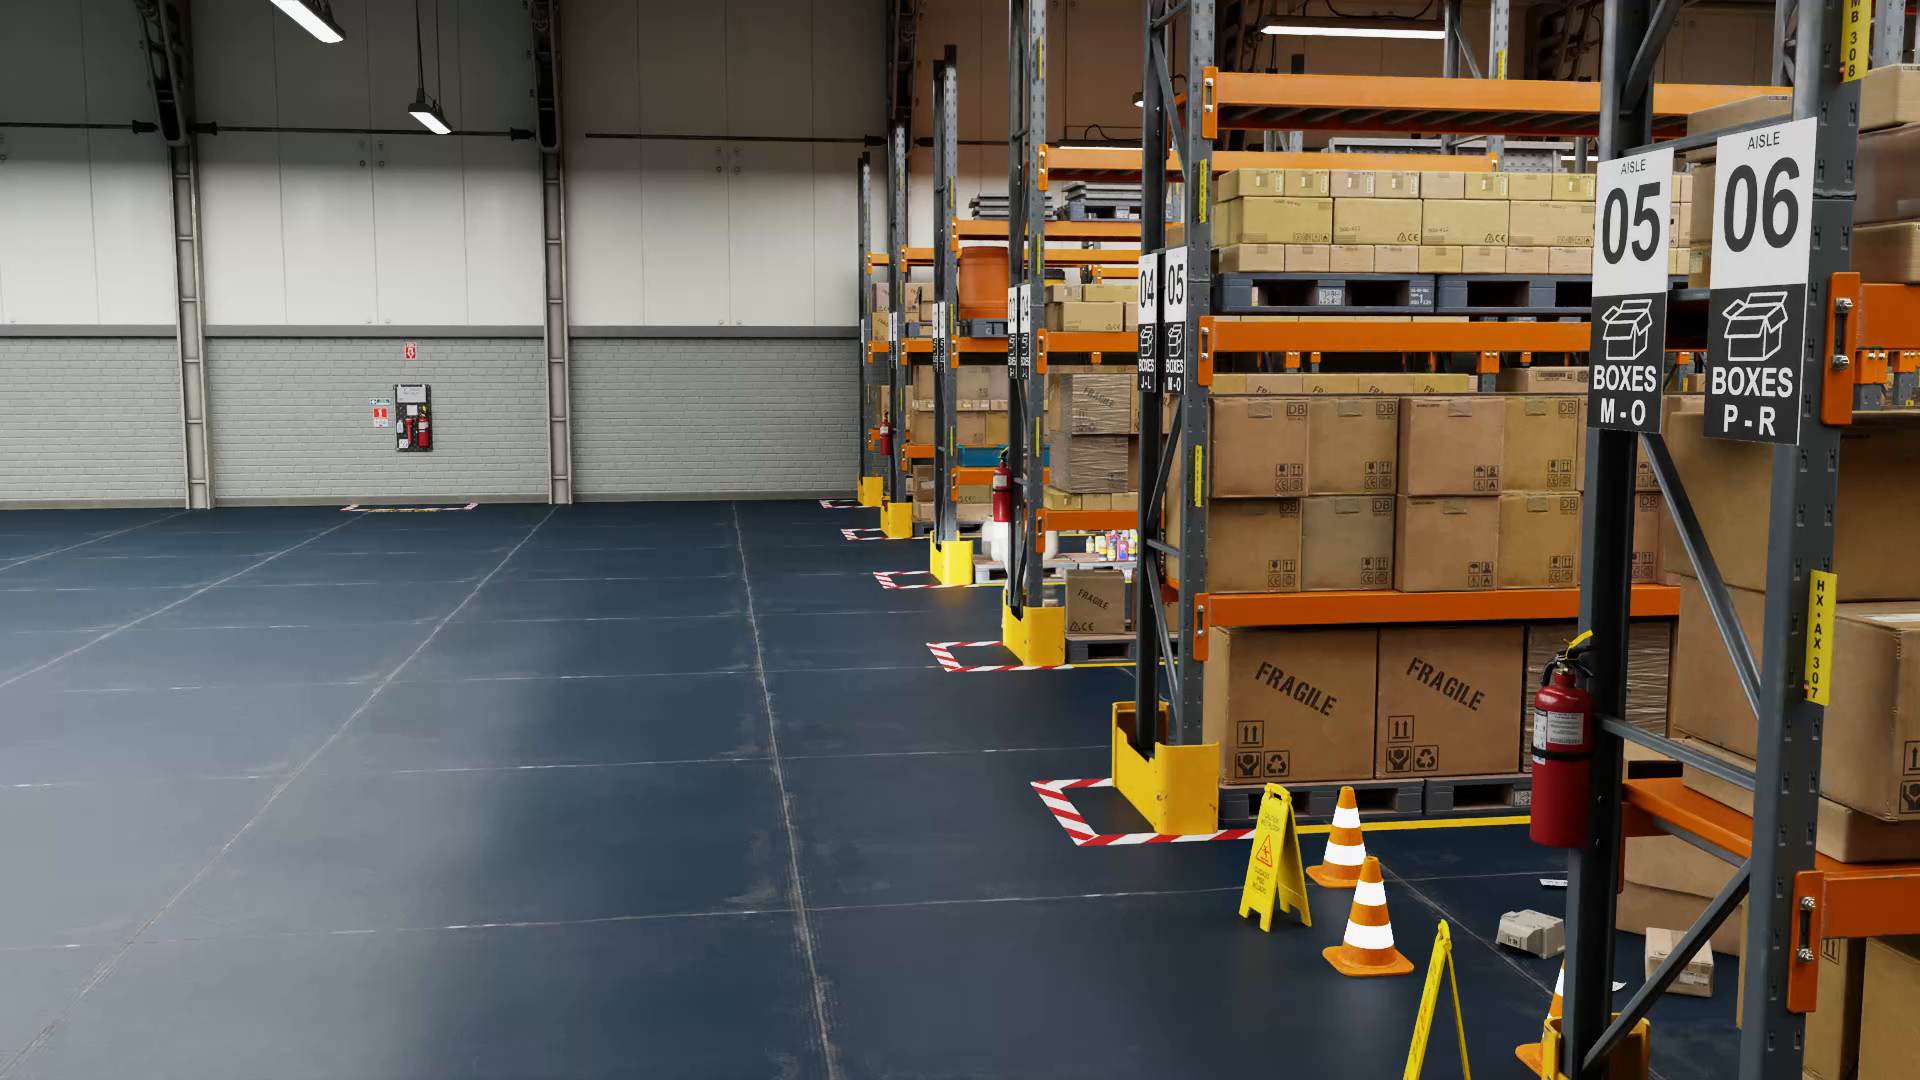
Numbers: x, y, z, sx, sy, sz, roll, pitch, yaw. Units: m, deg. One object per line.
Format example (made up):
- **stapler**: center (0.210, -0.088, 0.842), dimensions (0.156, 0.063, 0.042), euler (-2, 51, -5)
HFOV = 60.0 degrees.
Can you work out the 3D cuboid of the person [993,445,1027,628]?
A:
- **person**: center (0.540, -0.039, 16.008), dimensions (0.437, 1.751, 0.606), euler (1, 6, 7)
